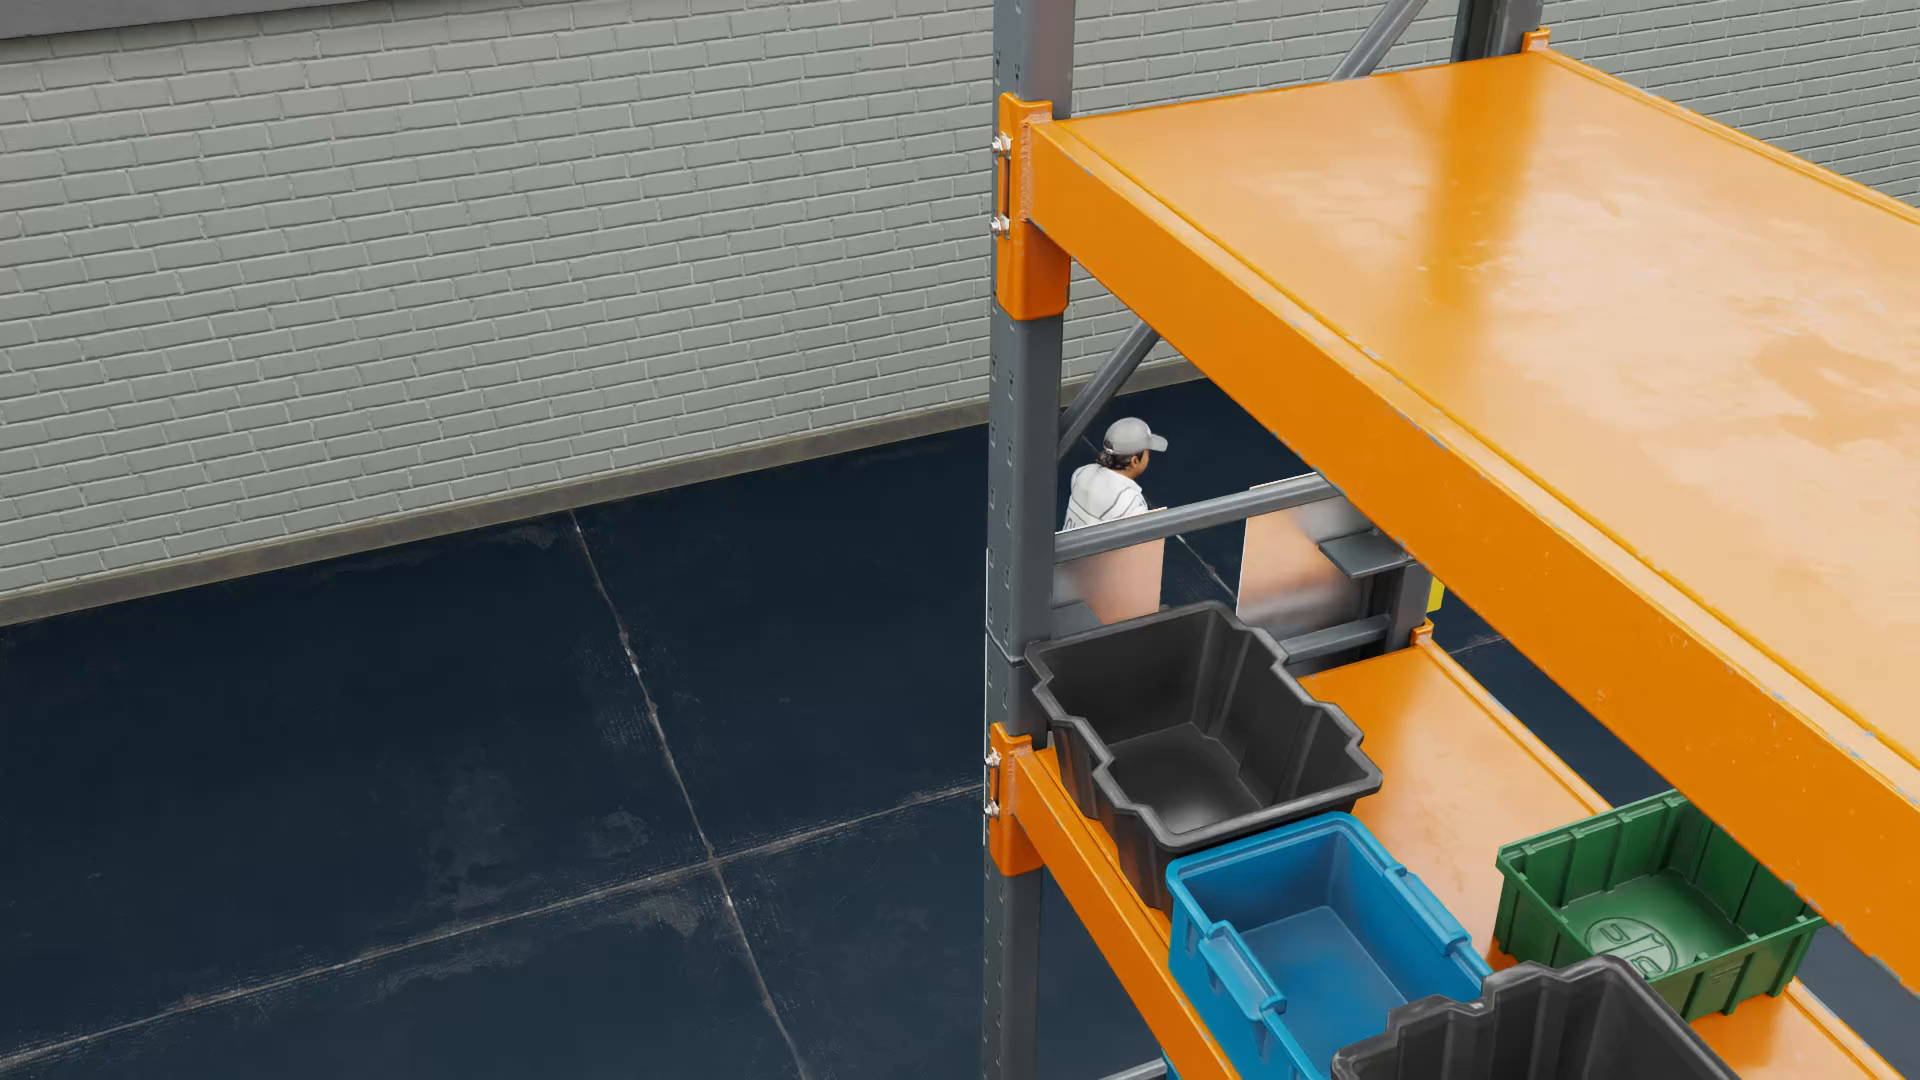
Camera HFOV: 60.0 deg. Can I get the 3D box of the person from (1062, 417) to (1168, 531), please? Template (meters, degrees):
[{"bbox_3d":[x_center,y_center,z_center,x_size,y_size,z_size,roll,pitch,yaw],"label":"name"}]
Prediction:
[{"bbox_3d":[0.653,0.241,7.155,0.468,1.666,0.564,-15,37,-21],"label":"person"}]
